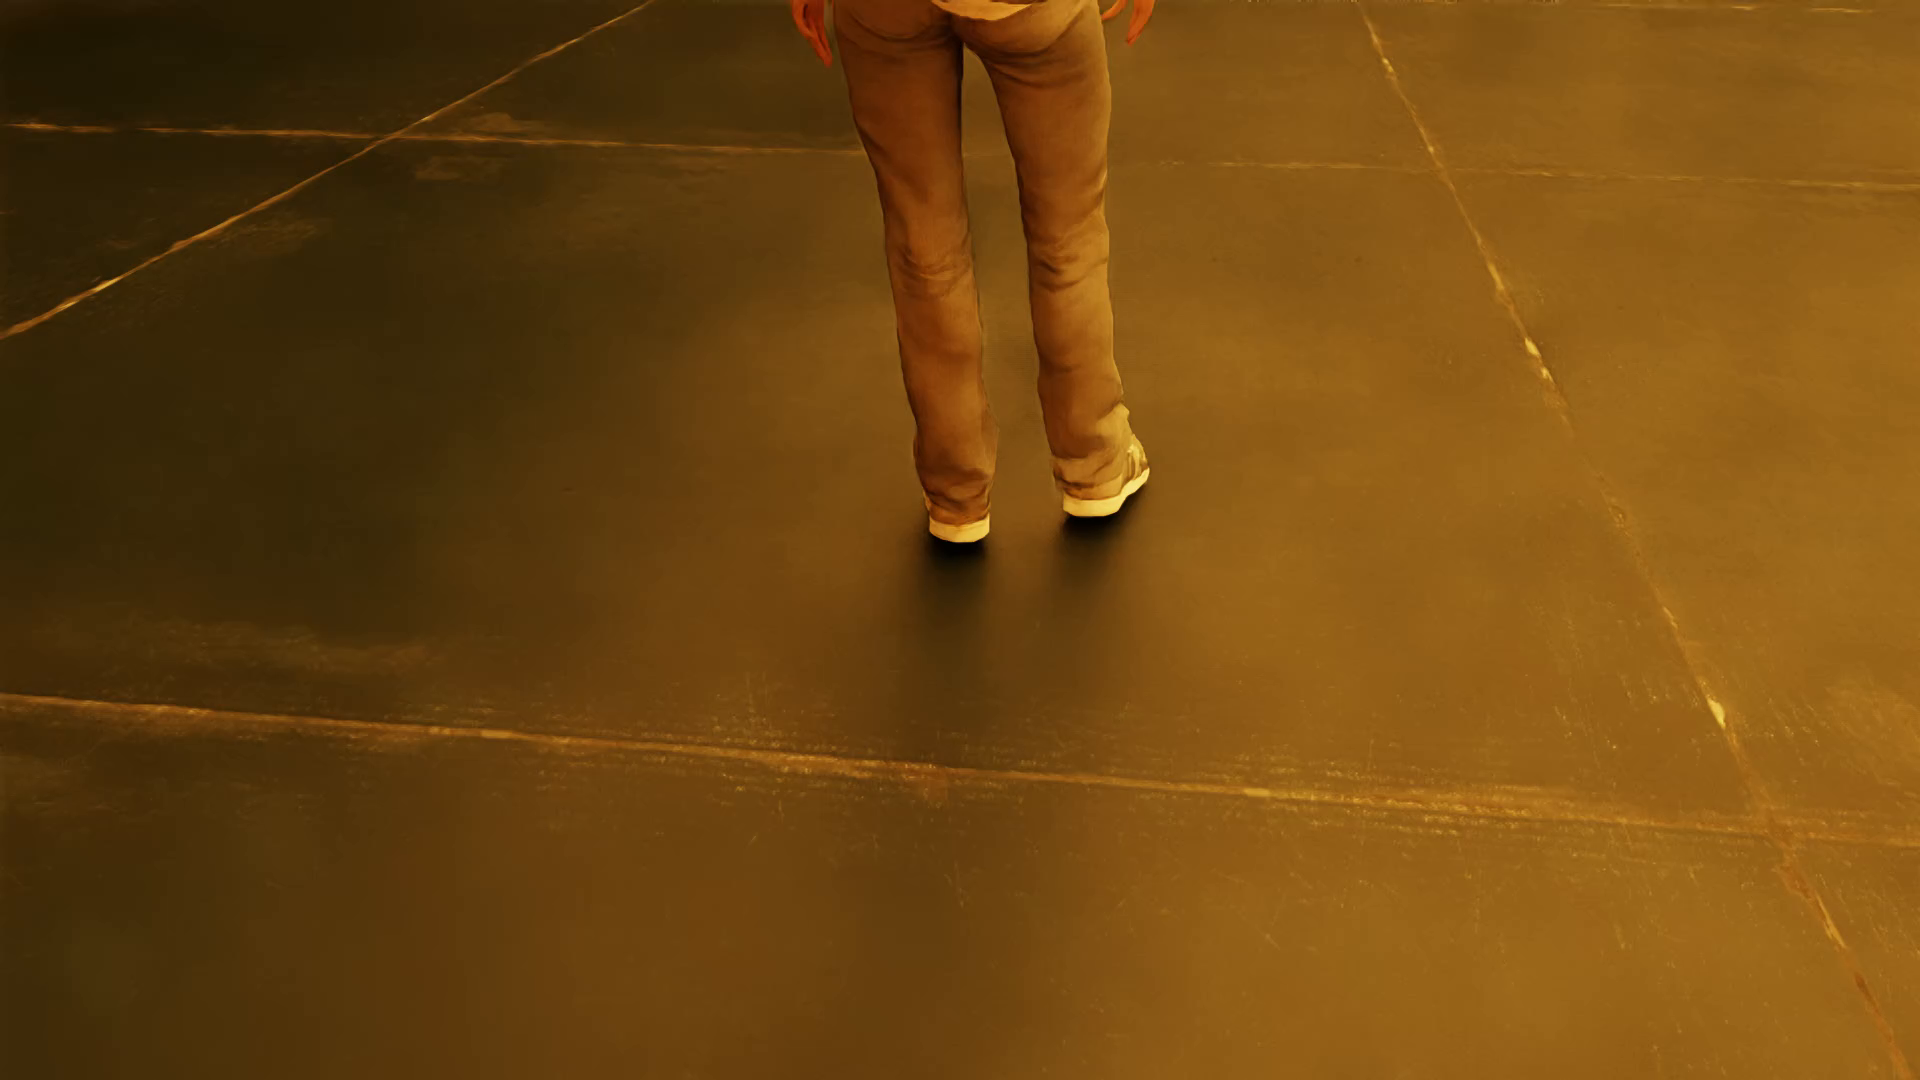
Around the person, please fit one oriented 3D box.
[{"bbox_3d":[0.024,-0.753,2.205,0.521,1.597,0.473,3,27,7],"label":"person"}]
